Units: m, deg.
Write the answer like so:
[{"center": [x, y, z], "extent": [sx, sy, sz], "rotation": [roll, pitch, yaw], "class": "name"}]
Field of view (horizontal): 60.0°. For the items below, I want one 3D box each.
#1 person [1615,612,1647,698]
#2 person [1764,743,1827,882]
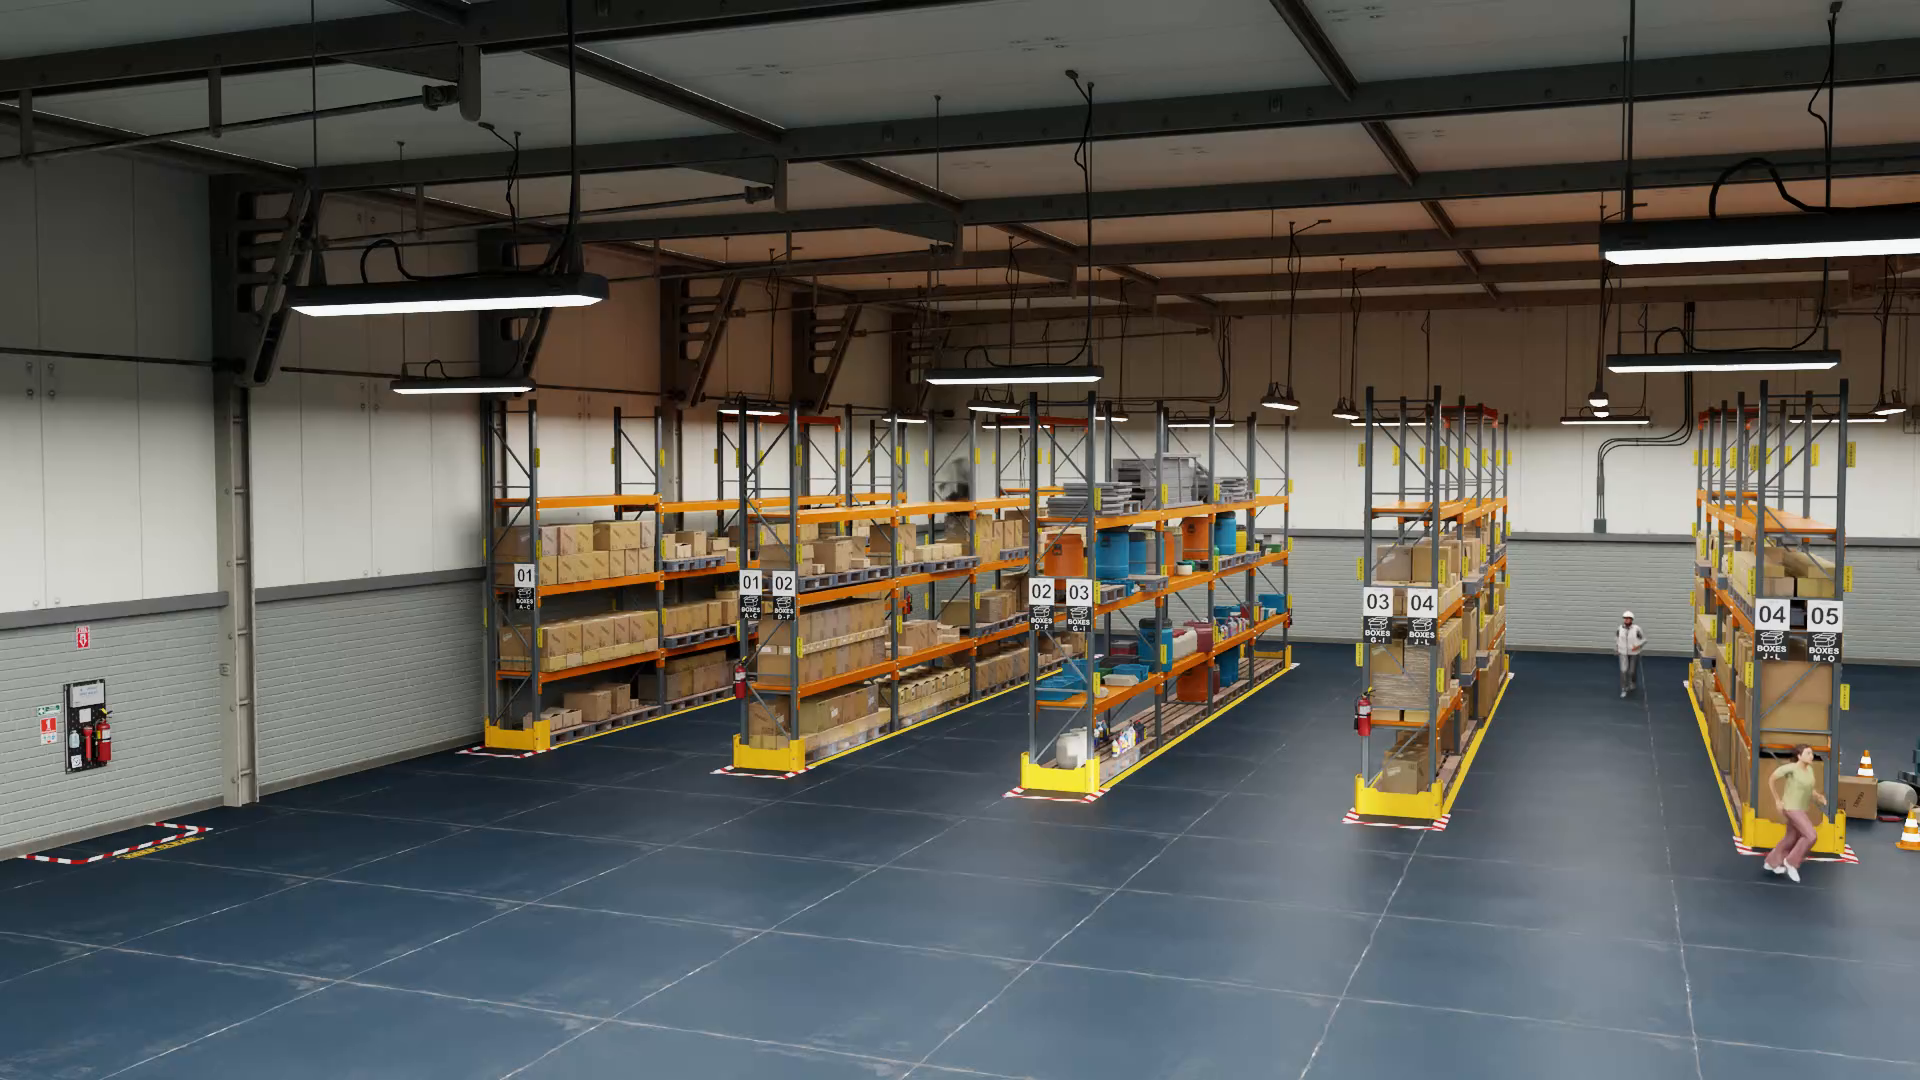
[{"center": [14.099, 2.395, 34.974], "extent": [0.659, 1.798, 0.824], "rotation": [2, 3, 33], "class": "person"}, {"center": [9.896, 3.218, 19.709], "extent": [0.499, 1.620, 0.749], "rotation": [-2, 3, -31], "class": "person"}]
